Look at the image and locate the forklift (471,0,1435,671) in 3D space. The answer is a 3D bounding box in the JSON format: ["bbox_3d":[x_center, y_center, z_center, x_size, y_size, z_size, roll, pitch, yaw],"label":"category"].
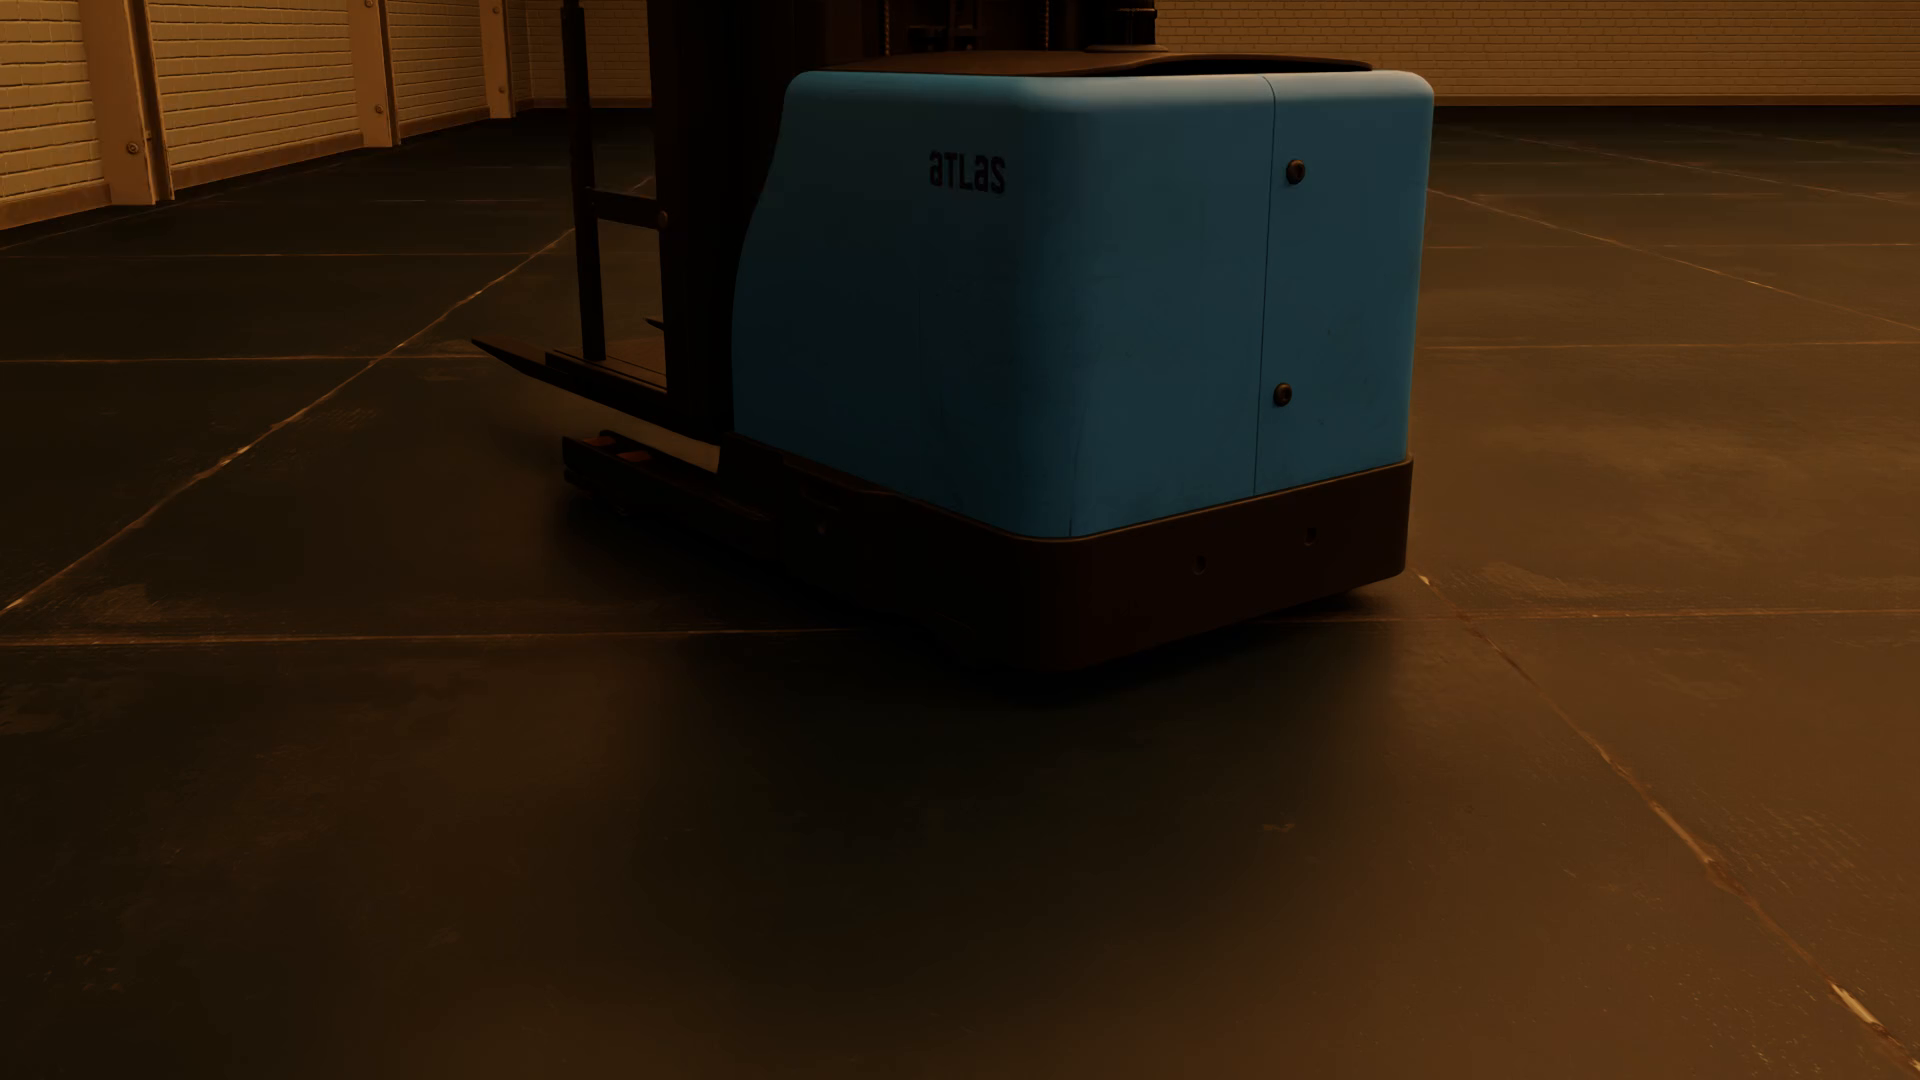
[{"bbox_3d":[-0.359,-1.534,3.923,1.130,2.935,3.031,-13,21,-35],"label":"forklift"}]
